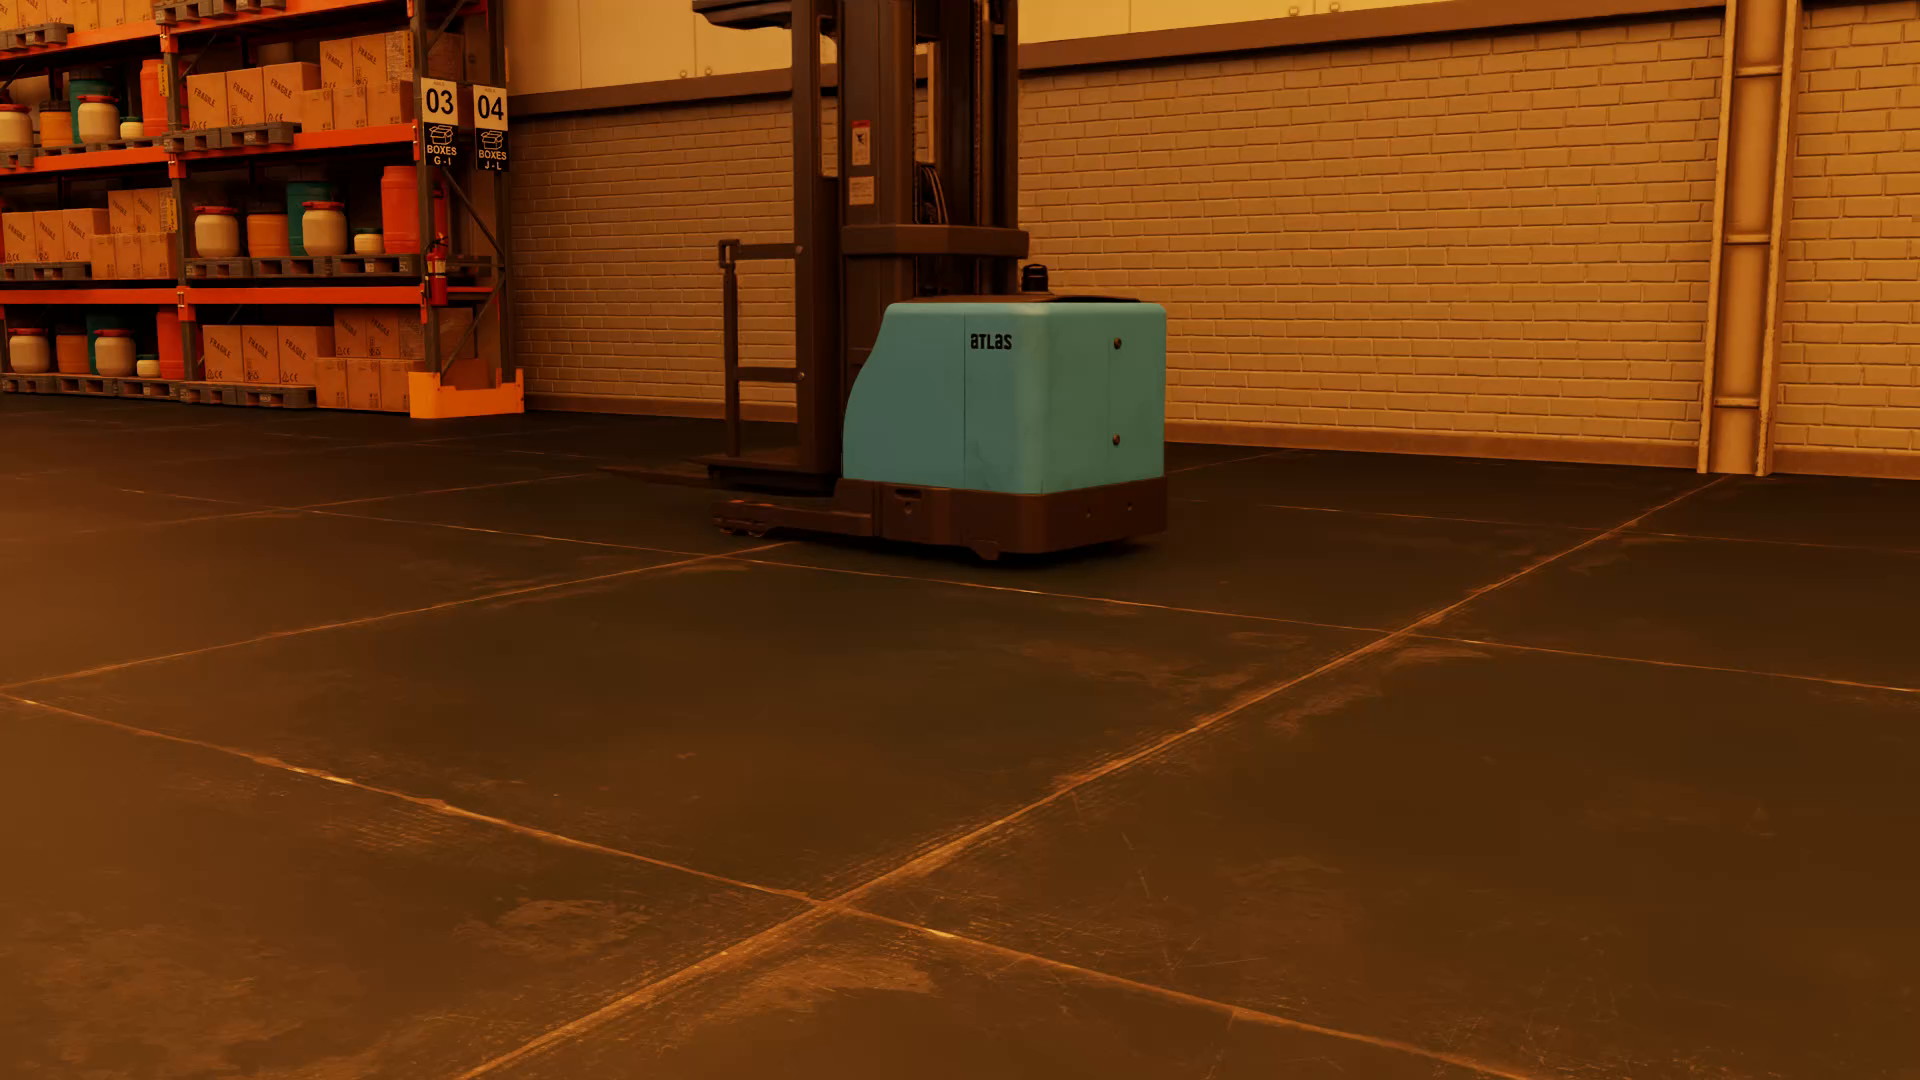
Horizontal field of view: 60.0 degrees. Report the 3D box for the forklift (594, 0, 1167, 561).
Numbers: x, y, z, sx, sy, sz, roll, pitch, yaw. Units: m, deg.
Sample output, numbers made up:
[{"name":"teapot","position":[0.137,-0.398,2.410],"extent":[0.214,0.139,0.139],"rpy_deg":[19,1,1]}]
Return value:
[{"name":"forklift","position":[-0.538,-1.509,7.806],"extent":[3.031,2.935,1.130],"rpy_deg":[7,10,39]}]
